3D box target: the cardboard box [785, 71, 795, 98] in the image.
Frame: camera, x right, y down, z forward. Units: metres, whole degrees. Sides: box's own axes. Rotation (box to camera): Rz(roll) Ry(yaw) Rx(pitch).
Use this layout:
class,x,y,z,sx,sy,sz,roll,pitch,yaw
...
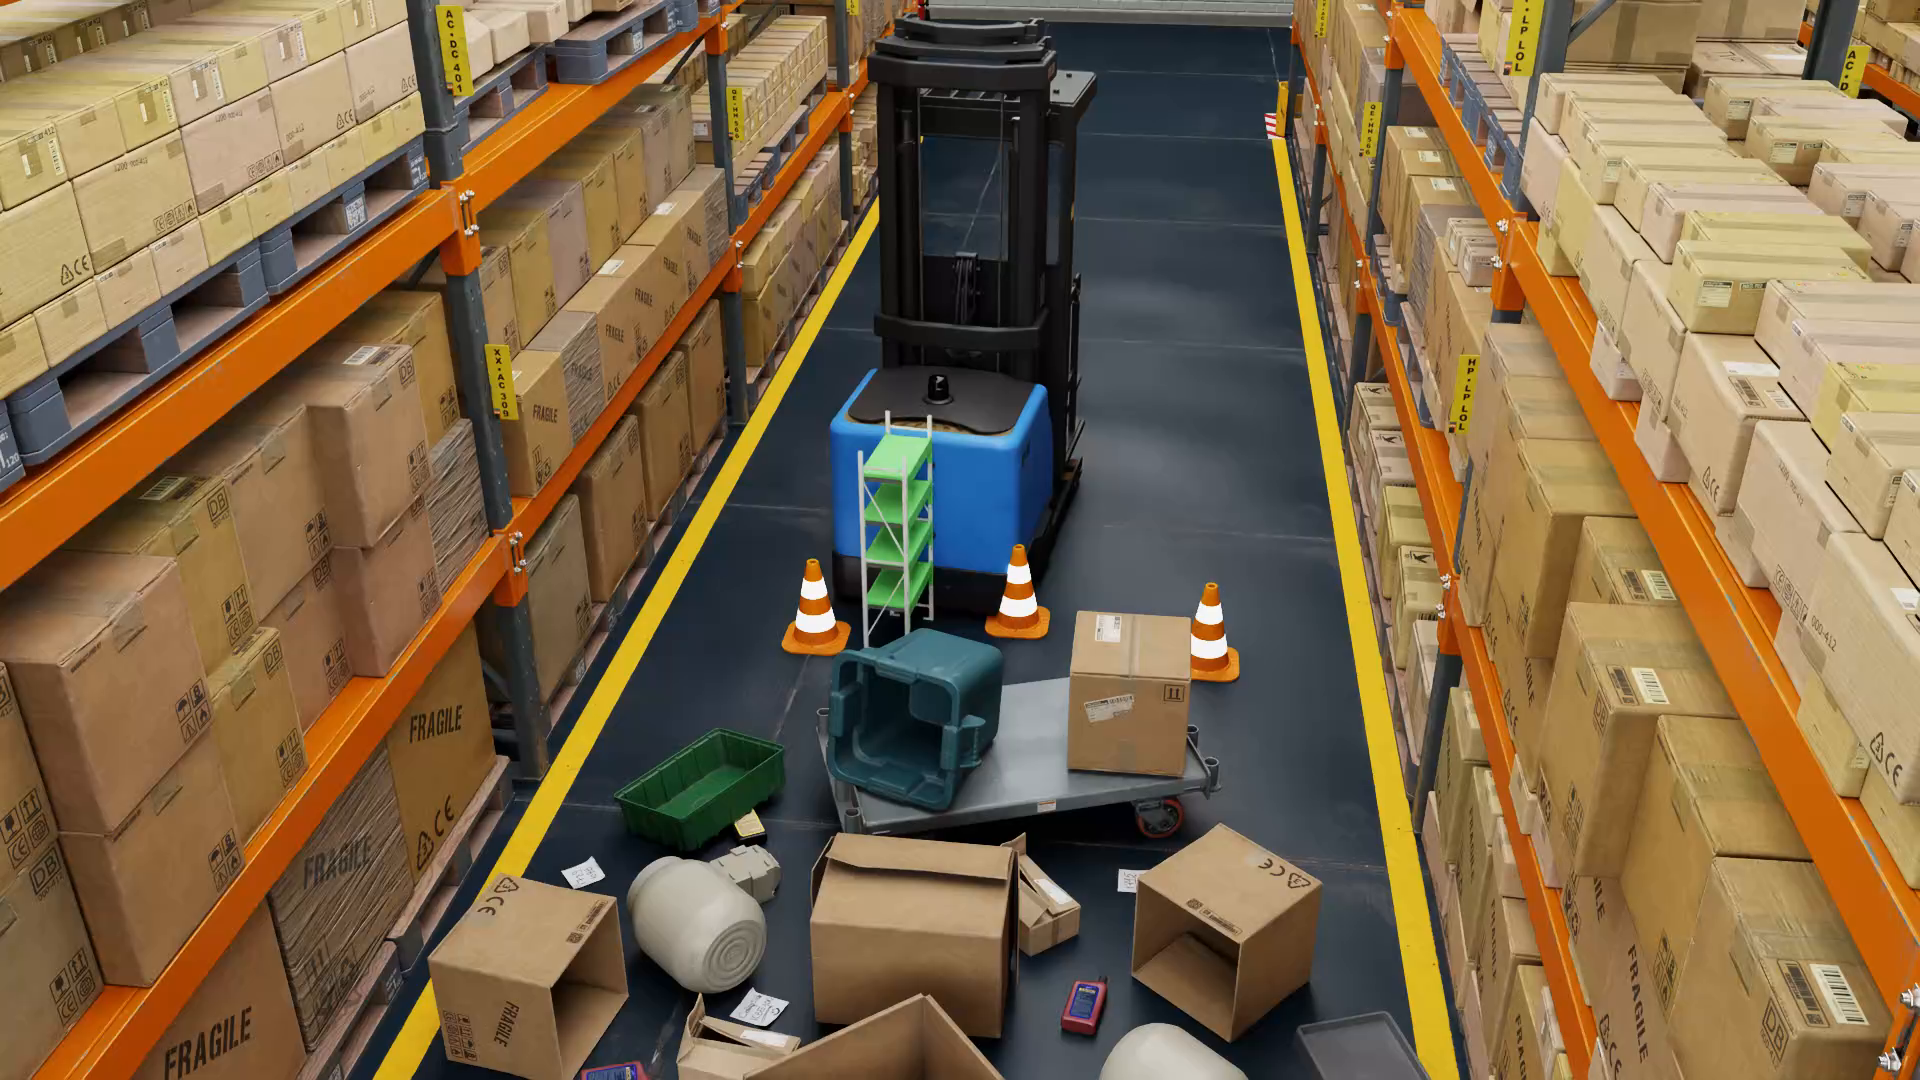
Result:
class,x,y,z,sx,sy,sz,roll,pitch,yaw
cardboard box,-1.451,-3.410,12.425,0.380,0.149,0.250,3,29,6

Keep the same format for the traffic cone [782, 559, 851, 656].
class,x,y,z,sx,sy,sz,roll,pitch,yaw
traffic cone,-0.758,0.315,8.677,0.336,0.463,0.334,3,28,6

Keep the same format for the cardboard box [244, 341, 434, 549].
class,x,y,z,sx,sy,sz,roll,pitch,yaw
cardboard box,-2.452,-0.362,5.963,0.875,0.550,0.550,3,28,6

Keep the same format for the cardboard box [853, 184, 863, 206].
class,x,y,z,sx,sy,sz,roll,pitch,yaw
cardboard box,-1.077,-3.106,14.917,0.380,0.149,0.250,2,28,4

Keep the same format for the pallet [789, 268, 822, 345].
class,x,y,z,sx,sy,sz,roll,pitch,yaw
pallet,-1.681,-1.854,12.968,1.003,0.211,1.213,3,28,6

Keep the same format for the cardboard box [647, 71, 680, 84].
class,x,y,z,sx,sy,sz,roll,pitch,yaw
cardboard box,-2.196,-3.215,11.750,0.380,0.149,0.250,3,28,6

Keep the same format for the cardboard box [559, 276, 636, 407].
class,x,y,z,sx,sy,sz,roll,pitch,yaw
cardboard box,-1.964,-1.007,8.351,0.500,0.500,0.500,3,28,6

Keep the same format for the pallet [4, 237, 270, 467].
class,x,y,z,sx,sy,sz,roll,pitch,yaw
pallet,-2.683,-0.583,4.600,1.003,0.211,1.213,3,28,6

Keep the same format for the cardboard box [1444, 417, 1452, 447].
class,x,y,z,sx,sy,sz,roll,pitch,yaw
cardboard box,2.343,-0.474,7.289,0.380,0.149,0.250,3,28,5

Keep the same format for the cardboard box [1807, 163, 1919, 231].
class,x,y,z,sx,sy,sz,roll,pitch,yaw
cardboard box,2.570,-0.926,4.568,0.380,0.149,0.250,3,28,5

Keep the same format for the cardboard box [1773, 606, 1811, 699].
class,x,y,z,sx,sy,sz,roll,pitch,yaw
cardboard box,1.845,0.228,3.266,0.380,0.149,0.250,4,29,8

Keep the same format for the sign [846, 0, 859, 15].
class,x,y,z,sx,sy,sz,roll,pitch,yaw
sign,-0.889,-4.503,13.725,0.100,0.325,0.005,3,28,6

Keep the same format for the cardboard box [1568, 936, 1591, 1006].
class,x,y,z,sx,sy,sz,roll,pitch,yaw
cardboard box,1.935,1.181,4.661,0.380,0.149,0.250,3,28,6

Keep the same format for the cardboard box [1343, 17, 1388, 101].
class,x,y,z,sx,sy,sz,roll,pitch,yaw
cardboard box,2.990,-3.357,11.659,0.500,0.500,0.500,3,28,5

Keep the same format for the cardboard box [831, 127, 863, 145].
class,x,y,z,sx,sy,sz,roll,pitch,yaw
cardboard box,-1.109,-3.738,15.461,0.380,0.149,0.250,3,28,5

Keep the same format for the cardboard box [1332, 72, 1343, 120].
class,x,y,z,sx,sy,sz,roll,pitch,yaw
cardboard box,3.027,-3.264,12.277,0.500,0.250,0.500,4,29,7

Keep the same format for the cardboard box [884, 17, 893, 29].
class,x,y,z,sx,sy,sz,roll,pitch,yaw
cardboard box,-0.863,-5.149,16.409,0.380,0.149,0.250,2,28,4

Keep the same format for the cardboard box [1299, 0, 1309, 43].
class,x,y,z,sx,sy,sz,roll,pitch,yaw
cardboard box,3.517,-5.023,15.806,0.500,0.500,0.500,3,28,6

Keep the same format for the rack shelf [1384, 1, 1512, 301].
class,x,y,z,sx,sy,sz,roll,pitch,yaw
rack shelf,2.750,-1.963,7.828,1.077,0.370,4.000,3,28,6

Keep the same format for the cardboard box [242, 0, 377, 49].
class,x,y,z,sx,sy,sz,roll,pitch,yaw
cardboard box,-2.180,-1.738,5.527,0.380,0.149,0.250,3,28,6

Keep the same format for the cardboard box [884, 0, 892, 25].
class,x,y,z,sx,sy,sz,roll,pitch,yaw
cardboard box,-0.942,-5.140,15.709,0.500,0.500,0.500,5,29,9

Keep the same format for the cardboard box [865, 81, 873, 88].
class,x,y,z,sx,sy,sz,roll,pitch,yaw
cardboard box,-0.851,-4.720,17.284,0.380,0.149,0.250,4,29,7

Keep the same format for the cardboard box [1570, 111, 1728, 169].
class,x,y,z,sx,sy,sz,roll,pitch,yaw
cardboard box,2.098,-1.202,5.080,0.380,0.149,0.250,2,28,5

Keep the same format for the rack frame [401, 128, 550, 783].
class,x,y,z,sx,sy,sz,roll,pitch,yaw
rack frame,-2.421,-0.258,7.067,1.000,3.000,0.127,3,28,6

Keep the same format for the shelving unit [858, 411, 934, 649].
class,x,y,z,sx,sy,sz,roll,pitch,yaw
shelving unit,-0.317,0.001,8.482,0.258,1.200,0.503,6,29,12

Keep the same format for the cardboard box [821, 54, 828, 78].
class,x,y,z,sx,sy,sz,roll,pitch,yaw
cardboard box,-1.293,-3.900,13.648,0.380,0.149,0.250,3,28,5

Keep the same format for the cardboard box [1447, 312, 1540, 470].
class,x,y,z,sx,sy,sz,roll,pitch,yaw
cardboard box,2.333,-0.609,6.855,0.500,0.500,0.500,3,28,5

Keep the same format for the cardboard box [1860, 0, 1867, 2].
class,x,y,z,sx,sy,sz,roll,pitch,yaw
cardboard box,8.517,-5.010,15.731,0.500,0.250,0.500,4,29,7

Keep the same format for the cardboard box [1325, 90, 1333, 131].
class,x,y,z,sx,sy,sz,roll,pitch,yaw
cardboard box,3.107,-3.282,12.838,0.500,0.250,0.500,3,28,5

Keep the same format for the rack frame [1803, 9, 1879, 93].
class,x,y,z,sx,sy,sz,roll,pitch,yaw
rack frame,8.902,-5.380,16.574,1.000,3.000,0.127,3,28,6

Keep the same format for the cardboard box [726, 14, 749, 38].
class,x,y,z,sx,sy,sz,roll,pitch,yaw
cardboard box,-1.945,-4.201,13.581,0.380,0.149,0.250,5,29,9

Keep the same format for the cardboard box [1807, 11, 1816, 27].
class,x,y,z,sx,sy,sz,roll,pitch,yaw
cardboard box,8.589,-5.131,16.376,0.380,0.149,0.250,3,28,6

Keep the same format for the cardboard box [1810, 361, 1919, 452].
class,x,y,z,sx,sy,sz,roll,pitch,yaw
cardboard box,1.928,-0.229,3.275,0.380,0.149,0.250,4,29,7

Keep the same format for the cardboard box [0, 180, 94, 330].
class,x,y,z,sx,sy,sz,roll,pitch,yaw
cardboard box,-2.475,-0.679,3.981,0.500,0.250,0.500,3,28,6

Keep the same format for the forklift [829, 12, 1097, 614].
class,x,y,z,sx,sy,sz,roll,pitch,yaw
forklift,0.146,-1.578,9.589,1.130,2.935,3.031,6,29,12

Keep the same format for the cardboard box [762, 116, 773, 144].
class,x,y,z,sx,sy,sz,roll,pitch,yaw
cardboard box,-1.548,-2.920,11.830,0.380,0.149,0.250,4,29,8

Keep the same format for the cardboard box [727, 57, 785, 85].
class,x,y,z,sx,sy,sz,roll,pitch,yaw
cardboard box,-1.488,-3.419,12.129,0.380,0.149,0.250,3,28,5

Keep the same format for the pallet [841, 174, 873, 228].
class,x,y,z,sx,sy,sz,roll,pitch,yaw
pallet,-1.393,-3.114,15.308,1.003,0.211,1.213,3,28,6

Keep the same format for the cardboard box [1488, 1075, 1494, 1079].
class,x,y,z,sx,sy,sz,roll,pitch,yaw
cardboard box,1.976,2.004,5.323,0.500,0.250,0.500,2,28,4

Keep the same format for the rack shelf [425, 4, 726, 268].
class,x,y,z,sx,sy,sz,roll,pitch,yaw
rack shelf,-2.176,-2.203,8.273,1.077,0.370,4.000,3,28,6

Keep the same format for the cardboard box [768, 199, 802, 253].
class,x,y,z,sx,sy,sz,roll,pitch,yaw
cardboard box,-1.470,-2.337,12.327,0.500,0.250,0.500,4,29,7

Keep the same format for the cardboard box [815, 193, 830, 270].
class,x,y,z,sx,sy,sz,roll,pitch,yaw
cardboard box,-1.344,-2.504,13.428,0.500,0.500,0.500,3,28,5

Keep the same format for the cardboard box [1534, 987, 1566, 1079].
class,x,y,z,sx,sy,sz,roll,pitch,yaw
cardboard box,1.900,1.464,4.852,0.380,0.149,0.250,5,29,8

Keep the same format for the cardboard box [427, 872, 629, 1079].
class,x,y,z,sx,sy,sz,roll,pitch,yaw
cardboard box,-1.592,1.632,6.192,0.500,0.500,0.500,8,29,15

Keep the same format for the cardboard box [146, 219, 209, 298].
class,x,y,z,sx,sy,sz,roll,pitch,yaw
cardboard box,-2.334,-0.789,4.605,0.380,0.149,0.250,3,28,6

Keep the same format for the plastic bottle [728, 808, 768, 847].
class,x,y,z,sx,sy,sz,roll,pitch,yaw
plastic bottle,-0.957,1.253,7.359,0.133,0.061,0.283,-11,30,-20

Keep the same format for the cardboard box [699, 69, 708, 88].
class,x,y,z,sx,sy,sz,roll,pitch,yaw
cardboard box,-2.101,-3.453,12.504,0.380,0.149,0.250,3,28,5

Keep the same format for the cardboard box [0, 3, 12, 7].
class,x,y,z,sx,sy,sz,roll,pitch,yaw
cardboard box,-6.653,-3.612,12.129,0.797,0.503,0.637,4,29,7

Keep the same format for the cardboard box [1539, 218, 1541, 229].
class,x,y,z,sx,sy,sz,roll,pitch,yaw
cardboard box,2.220,-1.094,5.721,0.380,0.149,0.250,3,28,5

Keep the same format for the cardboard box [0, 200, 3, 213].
class,x,y,z,sx,sy,sz,roll,pitch,yaw
cardboard box,-2.429,-0.782,3.753,0.380,0.149,0.250,3,28,5

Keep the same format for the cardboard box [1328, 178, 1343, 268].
class,x,y,z,sx,sy,sz,roll,pitch,yaw
cardboard box,3.488,-2.737,13.465,0.875,0.875,0.875,4,29,8

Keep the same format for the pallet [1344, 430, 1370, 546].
class,x,y,z,sx,sy,sz,roll,pitch,yaw
pallet,2.897,-0.306,10.095,1.003,0.211,1.213,3,28,6

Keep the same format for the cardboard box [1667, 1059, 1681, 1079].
class,x,y,z,sx,sy,sz,roll,pitch,yaw
cardboard box,1.807,1.418,3.536,0.500,0.500,0.500,3,28,5

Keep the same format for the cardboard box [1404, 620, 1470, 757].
class,x,y,z,sx,sy,sz,roll,pitch,yaw
cardboard box,2.566,0.707,7.603,0.950,0.372,0.625,4,29,7

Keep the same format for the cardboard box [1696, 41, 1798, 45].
class,x,y,z,sx,sy,sz,roll,pitch,yaw
cardboard box,3.035,-1.948,6.756,0.500,0.250,0.500,3,28,6

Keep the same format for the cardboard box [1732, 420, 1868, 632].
class,x,y,z,sx,sy,sz,roll,pitch,yaw
cardboard box,1.886,-0.013,3.294,0.500,0.250,0.500,3,28,6

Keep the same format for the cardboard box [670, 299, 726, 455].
class,x,y,z,sx,sy,sz,roll,pitch,yaw
cardboard box,-2.094,-1.054,10.473,1.050,0.750,0.750,3,28,6

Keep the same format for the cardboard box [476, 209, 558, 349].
class,x,y,z,sx,sy,sz,roll,pitch,yaw
cardboard box,-2.305,-1.219,7.690,0.700,0.500,0.500,3,28,5

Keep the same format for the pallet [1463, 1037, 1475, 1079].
class,x,y,z,sx,sy,sz,roll,pitch,yaw
pallet,2.310,2.104,5.623,1.003,0.211,1.213,3,28,6
